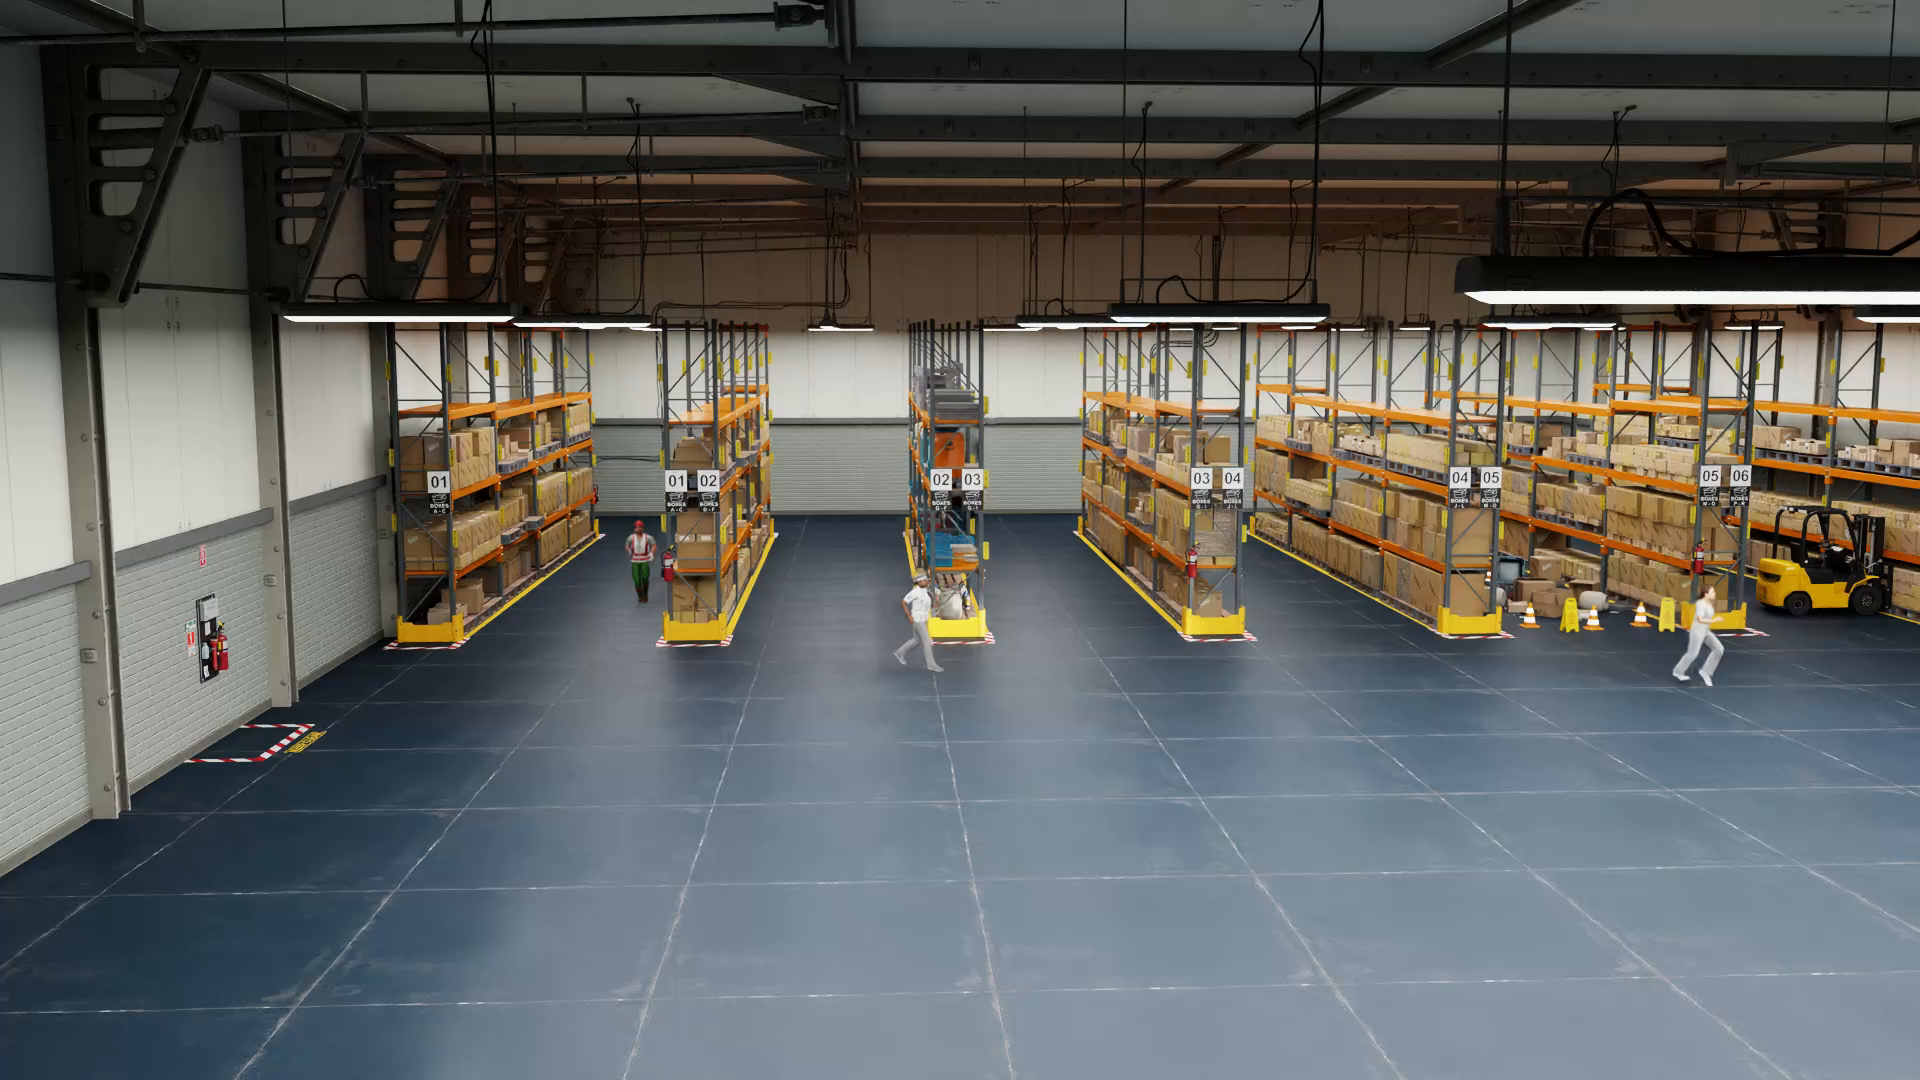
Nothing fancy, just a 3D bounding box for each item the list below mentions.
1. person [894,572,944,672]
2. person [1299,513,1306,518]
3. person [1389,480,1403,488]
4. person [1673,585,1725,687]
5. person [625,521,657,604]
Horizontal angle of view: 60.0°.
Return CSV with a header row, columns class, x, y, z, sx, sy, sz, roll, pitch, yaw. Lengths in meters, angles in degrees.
class,x,y,z,sx,sy,sz,roll,pitch,yaw
person,-0.703,1.374,28.264,0.920,1.683,0.574,2,7,19
person,10.036,-1.095,48.634,0.605,1.707,0.635,-6,9,-38
person,12.752,-1.189,49.128,0.955,1.667,0.577,-1,7,-11
person,12.091,1.546,27.189,0.812,1.672,0.588,7,10,44
person,-6.781,0.488,35.285,0.636,1.772,0.625,-1,7,-5
